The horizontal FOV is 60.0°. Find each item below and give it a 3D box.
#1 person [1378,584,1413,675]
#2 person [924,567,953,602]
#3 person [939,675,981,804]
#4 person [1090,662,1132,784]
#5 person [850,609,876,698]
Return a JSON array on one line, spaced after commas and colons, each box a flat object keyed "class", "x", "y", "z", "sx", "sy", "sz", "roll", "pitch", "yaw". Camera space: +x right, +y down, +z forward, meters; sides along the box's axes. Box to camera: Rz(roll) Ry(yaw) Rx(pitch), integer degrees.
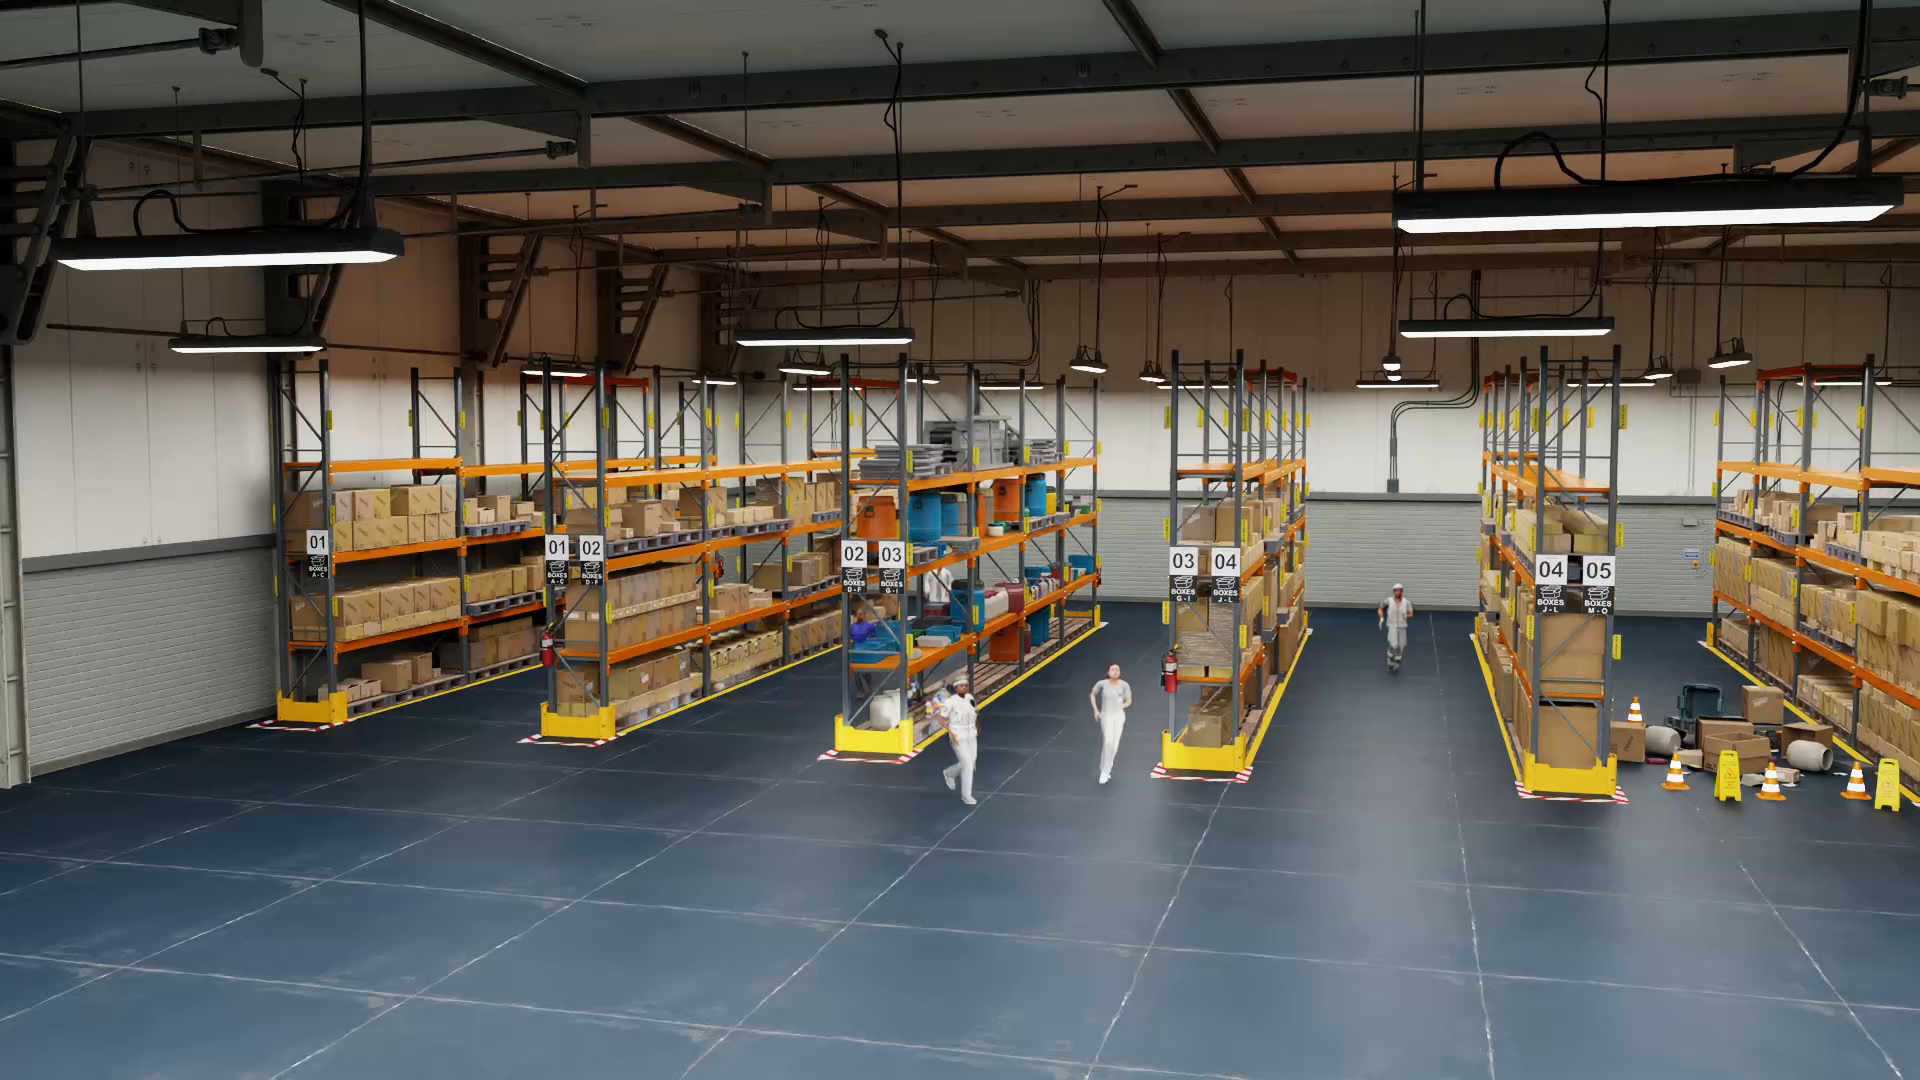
[{"class": "person", "x": 8.596, "y": 1.755, "z": 32.729, "sx": 0.641, "sy": 1.785, "sz": 0.701, "roll": 0, "pitch": 4, "yaw": 2}, {"class": "person", "x": -0.503, "y": 1.310, "z": 39.511, "sx": 0.697, "sy": 1.729, "sz": 0.673, "roll": 0, "pitch": 4, "yaw": 1}, {"class": "person", "x": 0.005, "y": 2.601, "z": 21.936, "sx": 0.576, "sy": 1.692, "sz": 0.693, "roll": -3, "pitch": 5, "yaw": -36}, {"class": "person", "x": 2.127, "y": 2.547, "z": 23.120, "sx": 0.557, "sy": 1.639, "sz": 0.575, "roll": -1, "pitch": 4, "yaw": -7}, {"class": "person", "x": -1.790, "y": 2.043, "z": 29.945, "sx": 0.571, "sy": 1.608, "sz": 0.572, "roll": 1, "pitch": 4, "yaw": 13}]
